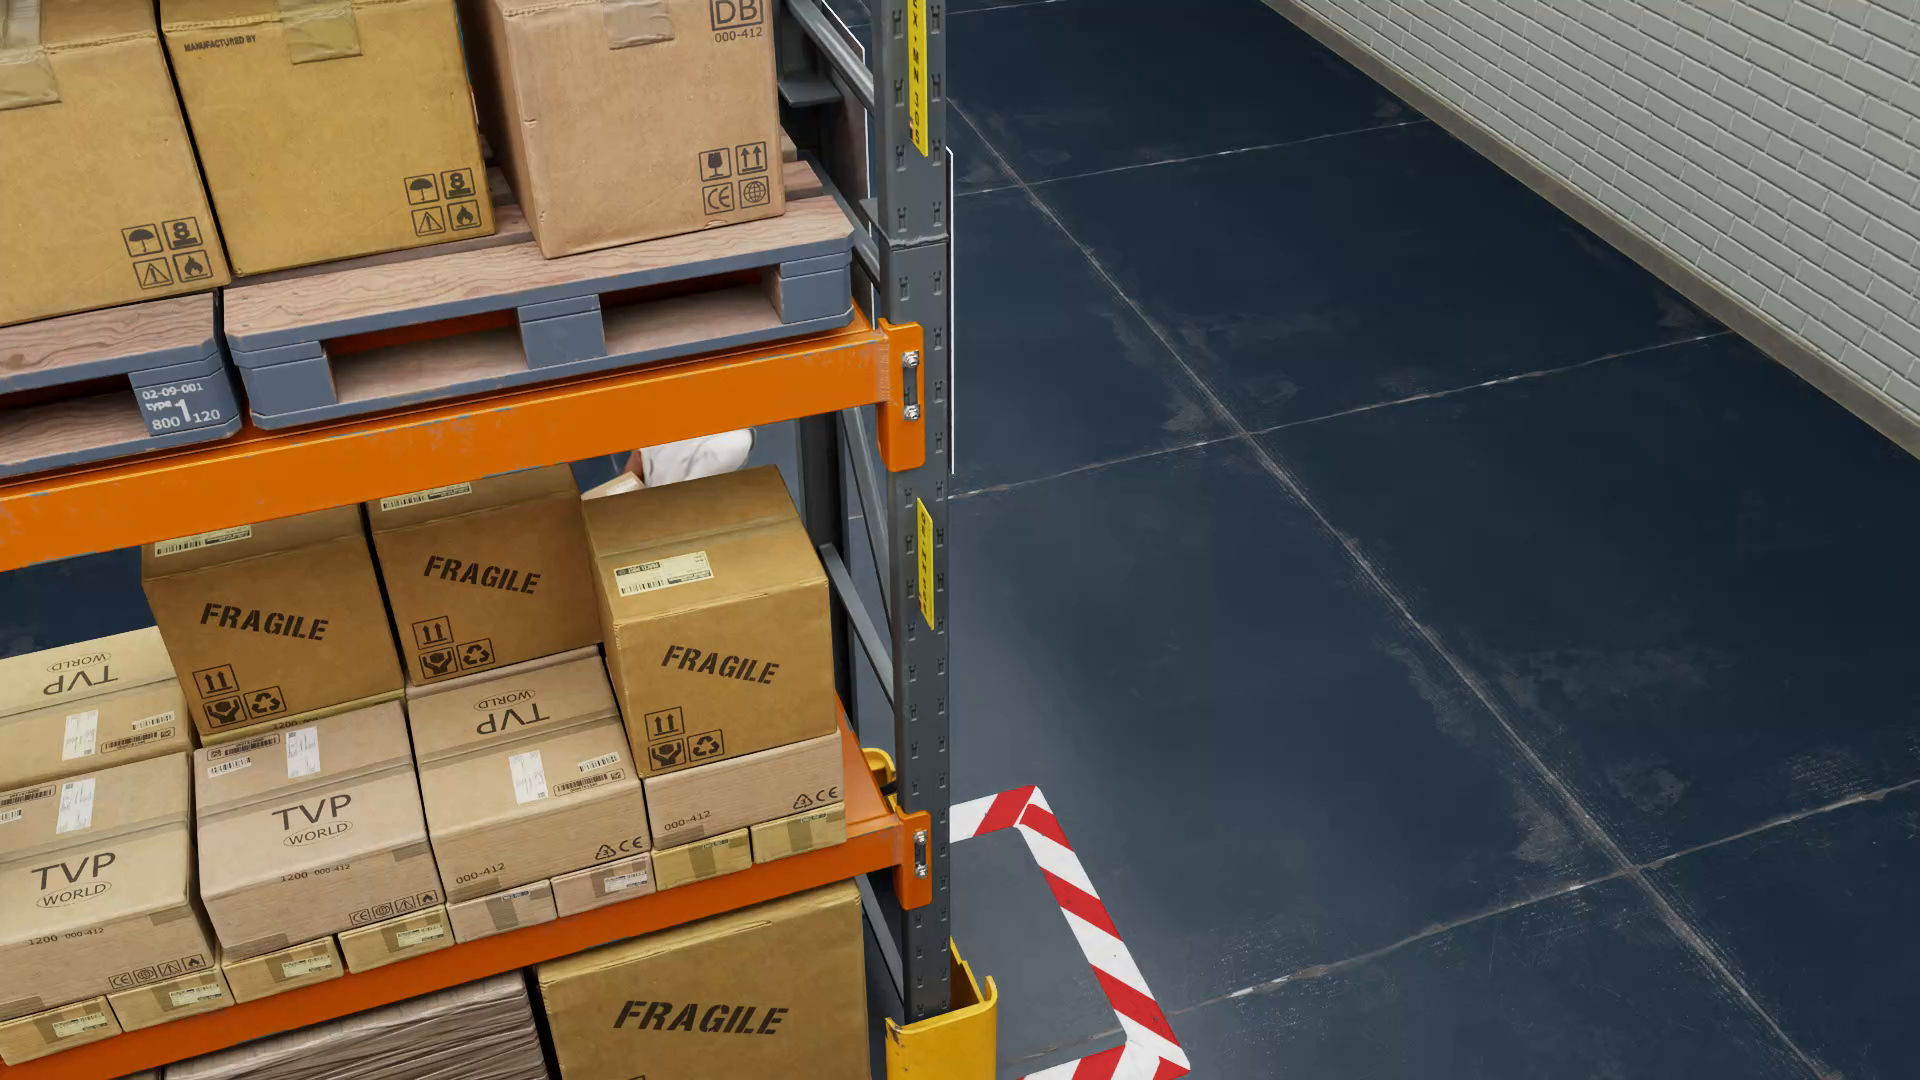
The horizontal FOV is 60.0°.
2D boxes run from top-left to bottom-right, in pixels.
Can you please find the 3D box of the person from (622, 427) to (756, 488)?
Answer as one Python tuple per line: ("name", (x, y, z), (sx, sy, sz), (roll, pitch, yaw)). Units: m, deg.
("person", (-1.044, 0.025, 6.104), (0.587, 1.761, 0.503), (-23, 43, -27))
